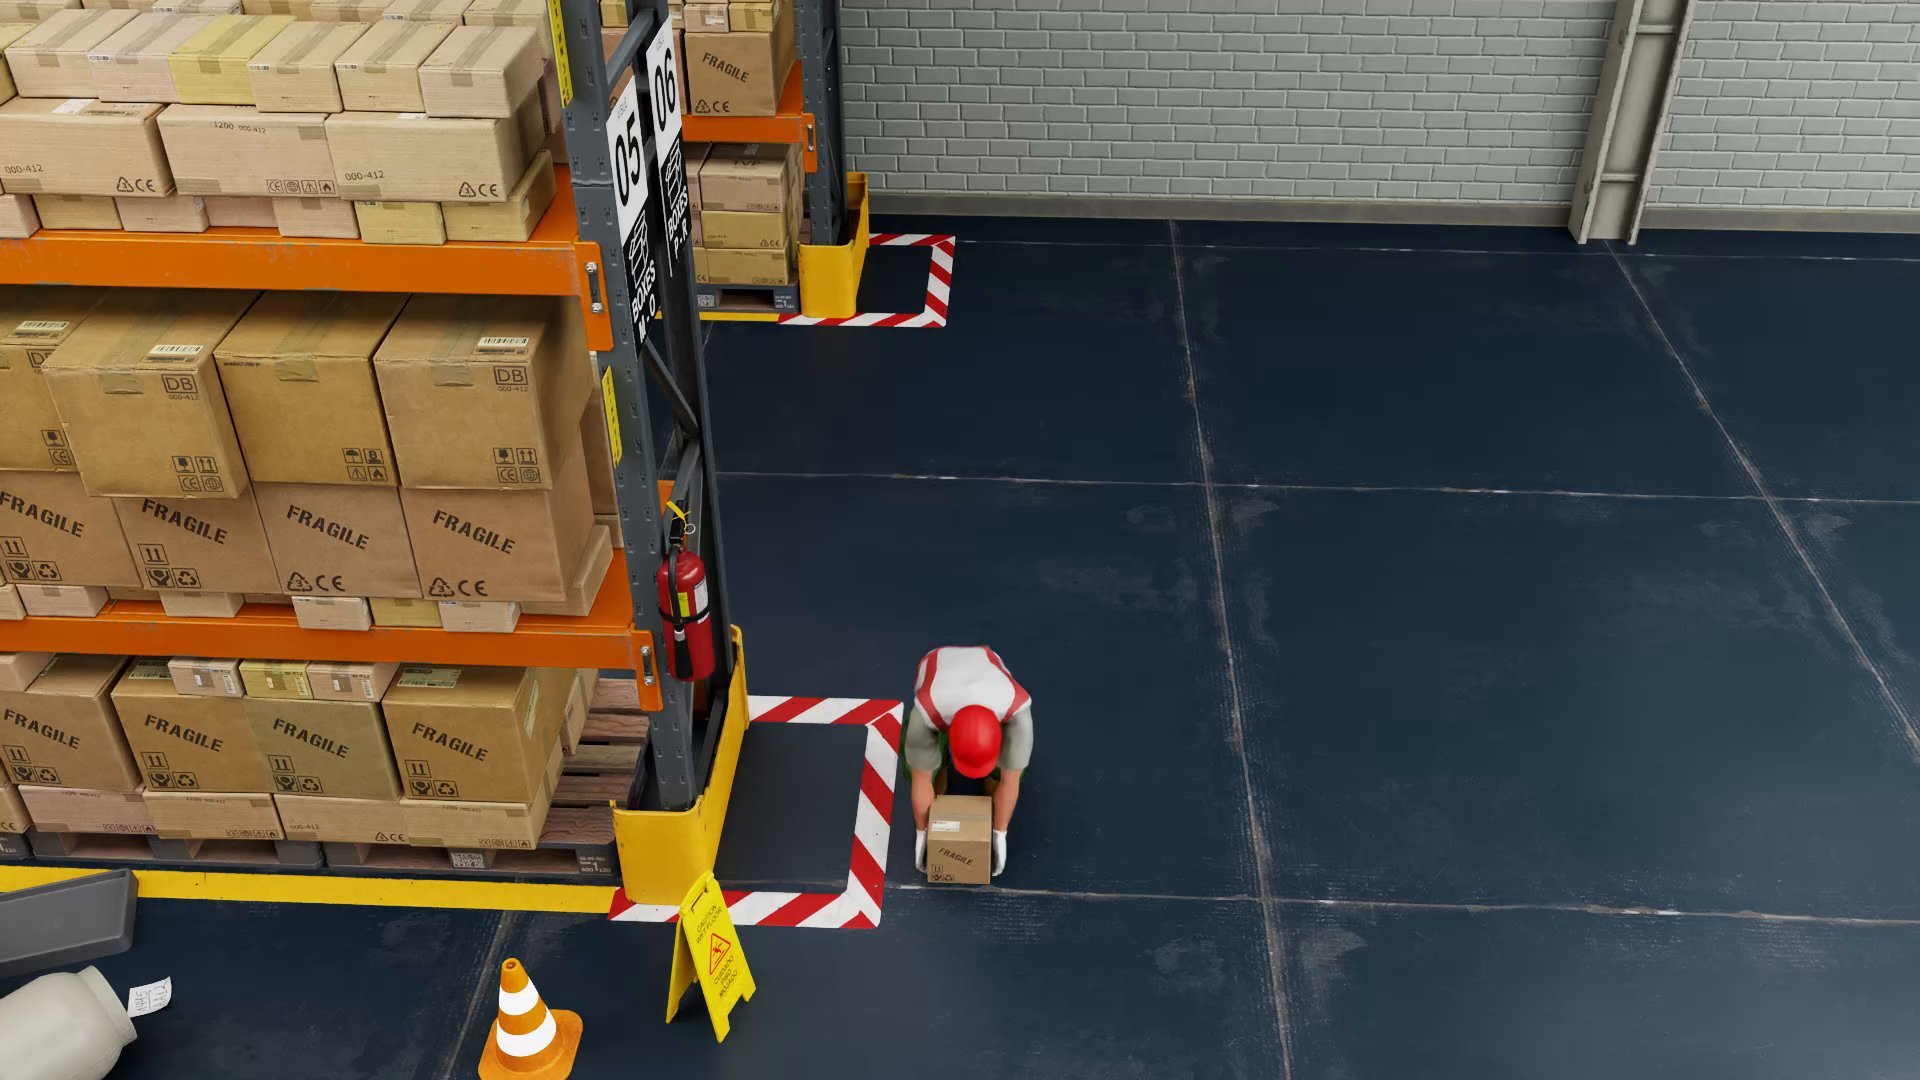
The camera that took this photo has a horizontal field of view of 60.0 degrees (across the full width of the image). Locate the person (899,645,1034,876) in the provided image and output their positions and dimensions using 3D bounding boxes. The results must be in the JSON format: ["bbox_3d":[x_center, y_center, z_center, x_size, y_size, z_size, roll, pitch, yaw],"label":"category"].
[{"bbox_3d":[0.024,0.816,6.826,0.553,0.877,0.901,1,35,2],"label":"person"}]
